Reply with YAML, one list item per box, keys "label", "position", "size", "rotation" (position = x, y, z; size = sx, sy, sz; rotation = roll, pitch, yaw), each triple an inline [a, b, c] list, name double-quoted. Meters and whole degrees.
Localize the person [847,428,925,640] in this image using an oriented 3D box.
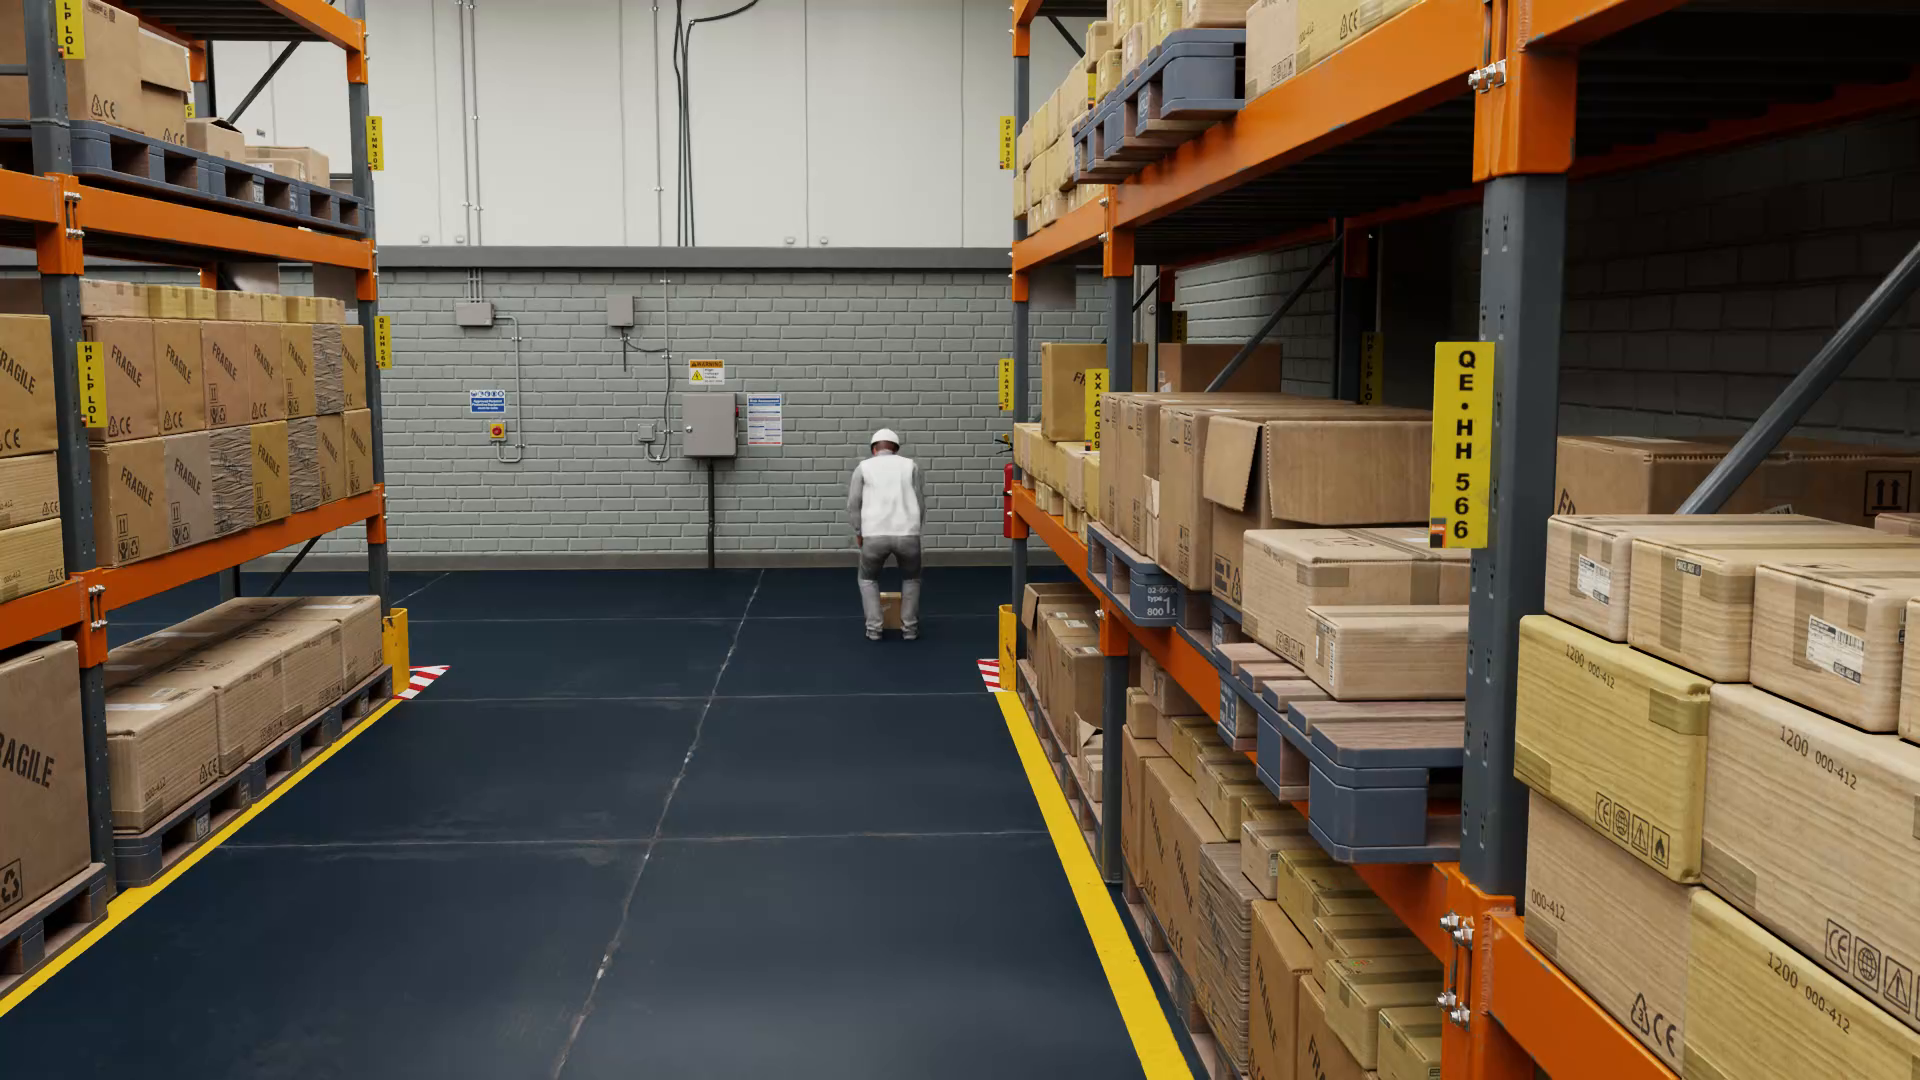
- label: "person"
  position: [-0.550, -0.043, 12.435]
  size: [0.588, 1.559, 0.663]
  rotation: [0, 7, -3]
